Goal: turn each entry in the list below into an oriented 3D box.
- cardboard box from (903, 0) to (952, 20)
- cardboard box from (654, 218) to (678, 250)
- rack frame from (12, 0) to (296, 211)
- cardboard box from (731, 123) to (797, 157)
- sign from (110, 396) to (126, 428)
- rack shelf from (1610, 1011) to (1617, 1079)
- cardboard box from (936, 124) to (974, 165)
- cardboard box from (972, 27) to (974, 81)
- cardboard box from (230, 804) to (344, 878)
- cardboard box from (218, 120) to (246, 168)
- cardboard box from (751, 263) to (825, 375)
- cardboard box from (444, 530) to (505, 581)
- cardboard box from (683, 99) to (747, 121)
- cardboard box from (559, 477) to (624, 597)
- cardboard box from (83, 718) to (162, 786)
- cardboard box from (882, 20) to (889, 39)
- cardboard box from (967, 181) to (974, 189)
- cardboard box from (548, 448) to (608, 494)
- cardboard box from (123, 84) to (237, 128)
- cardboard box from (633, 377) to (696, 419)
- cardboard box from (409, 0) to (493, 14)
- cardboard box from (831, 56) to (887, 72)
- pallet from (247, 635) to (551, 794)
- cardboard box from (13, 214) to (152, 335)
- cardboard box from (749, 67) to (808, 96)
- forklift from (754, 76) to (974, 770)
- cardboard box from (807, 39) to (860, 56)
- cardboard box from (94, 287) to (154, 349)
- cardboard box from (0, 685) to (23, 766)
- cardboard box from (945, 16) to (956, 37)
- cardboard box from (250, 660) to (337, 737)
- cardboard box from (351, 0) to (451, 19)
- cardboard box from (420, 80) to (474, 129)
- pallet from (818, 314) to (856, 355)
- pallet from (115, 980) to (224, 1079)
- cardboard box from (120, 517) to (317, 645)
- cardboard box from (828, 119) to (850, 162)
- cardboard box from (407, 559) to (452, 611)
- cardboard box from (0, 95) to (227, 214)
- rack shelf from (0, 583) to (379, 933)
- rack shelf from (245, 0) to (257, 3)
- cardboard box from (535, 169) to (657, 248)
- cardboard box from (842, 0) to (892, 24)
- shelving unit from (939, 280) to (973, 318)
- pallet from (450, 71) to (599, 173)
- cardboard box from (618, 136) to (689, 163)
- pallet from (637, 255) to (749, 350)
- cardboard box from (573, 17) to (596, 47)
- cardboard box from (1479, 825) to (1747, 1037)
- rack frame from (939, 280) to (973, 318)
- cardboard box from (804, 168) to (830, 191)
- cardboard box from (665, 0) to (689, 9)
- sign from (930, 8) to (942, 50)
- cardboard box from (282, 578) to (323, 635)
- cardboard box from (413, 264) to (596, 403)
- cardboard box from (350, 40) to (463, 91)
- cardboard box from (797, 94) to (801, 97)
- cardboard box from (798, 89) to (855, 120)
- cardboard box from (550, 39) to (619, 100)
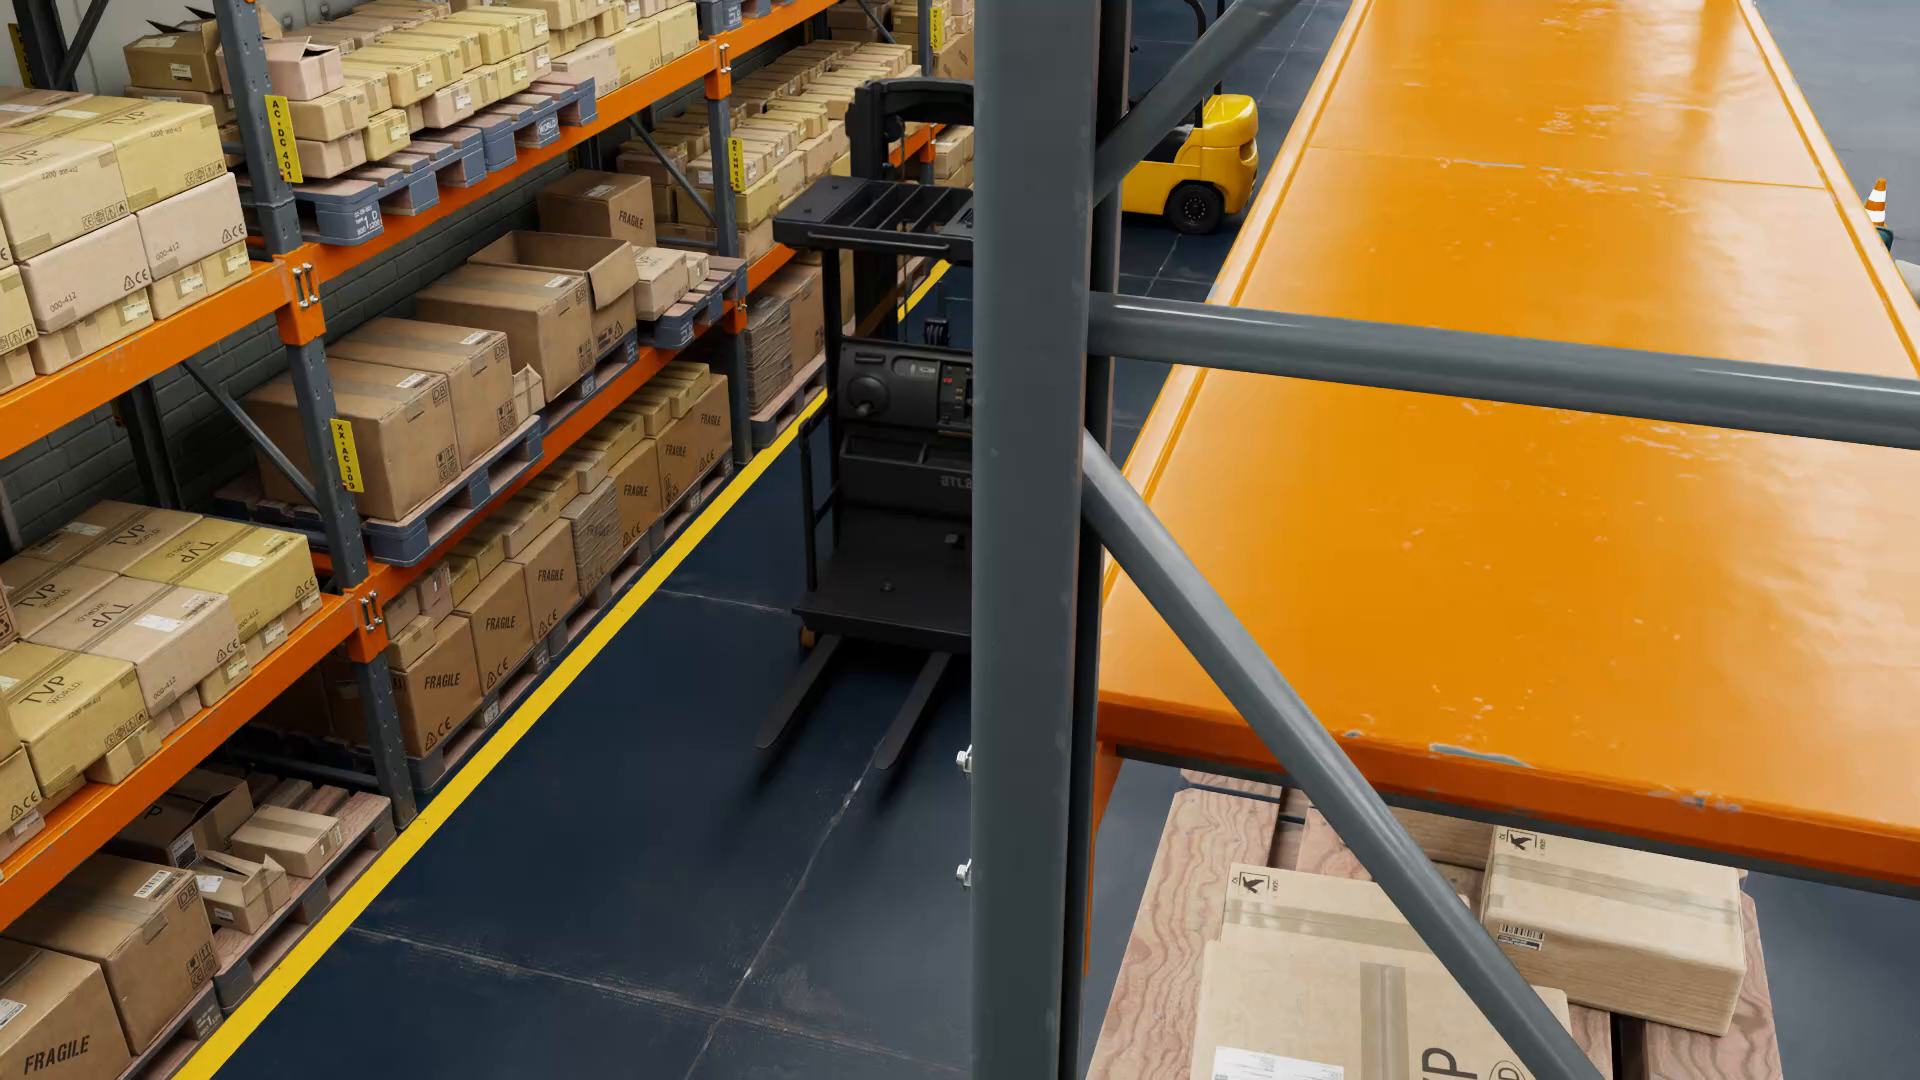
[{"bbox_3d":[-0.286,-4.579,14.319,0.380,0.149,0.250,8,30,14],"label":"cardboard box"},{"bbox_3d":[-2.006,-2.083,11.063,0.500,0.250,0.500,8,30,14],"label":"cardboard box"},{"bbox_3d":[-3.068,-2.666,5.785,1.000,3.000,0.127,8,30,15],"label":"rack frame"},{"bbox_3d":[-1.326,-2.707,11.260,0.380,0.149,0.250,9,30,15],"label":"cardboard box"},{"bbox_3d":[-3.599,-0.628,7.101,0.100,0.325,0.005,8,30,15],"label":"sign"},{"bbox_3d":[1.091,0.596,3.748,1.077,0.370,4.000,8,30,15],"label":"rack shelf"},{"bbox_3d":[-0.118,-3.597,14.998,0.500,0.250,0.500,9,30,15],"label":"cardboard box"},{"bbox_3d":[-0.055,-4.454,15.069,0.500,0.500,0.500,8,30,14],"label":"cardboard box"},{"bbox_3d":[-2.950,1.319,7.294,0.380,0.149,0.250,8,30,13],"label":"cardboard box"},{"bbox_3d":[-3.045,-1.623,6.720,0.380,0.149,0.250,8,30,15],"label":"cardboard box"},{"bbox_3d":[-1.513,-1.641,12.126,0.875,0.625,0.625,9,30,17],"label":"cardboard box"},{"bbox_3d":[-2.569,0.063,8.524,0.380,0.149,0.250,8,30,14],"label":"cardboard box"},{"bbox_3d":[-1.737,-3.022,11.826,0.380,0.149,0.250,8,30,14],"label":"cardboard box"},{"bbox_3d":[-2.255,-0.048,9.390,0.500,0.500,0.500,7,30,13],"label":"cardboard box"},{"bbox_3d":[-3.180,0.739,6.094,0.380,0.149,0.250,8,30,14],"label":"cardboard box"},{"bbox_3d":[-0.831,-4.396,14.297,0.380,0.149,0.250,8,30,13],"label":"cardboard box"},{"bbox_3d":[-0.127,-3.159,15.240,0.500,0.250,0.500,8,30,14],"label":"cardboard box"},{"bbox_3d":[-2.212,-0.400,9.355,0.380,0.149,0.250,7,30,12],"label":"cardboard box"},{"bbox_3d":[-3.091,-1.758,6.657,0.380,0.149,0.250,8,30,14],"label":"cardboard box"},{"bbox_3d":[-1.847,-0.881,10.219,0.380,0.149,0.250,7,30,12],"label":"cardboard box"},{"bbox_3d":[-2.580,-2.723,8.413,0.380,0.149,0.250,8,30,15],"label":"cardboard box"},{"bbox_3d":[-0.788,-3.670,12.991,0.380,0.149,0.250,8,30,15],"label":"cardboard box"},{"bbox_3d":[-2.865,0.791,8.611,1.003,0.211,1.213,8,30,15],"label":"pallet"},{"bbox_3d":[-3.112,-0.916,5.574,0.500,0.250,0.500,7,30,13],"label":"cardboard box"},{"bbox_3d":[-1.383,-3.489,12.667,0.380,0.149,0.250,8,30,15],"label":"cardboard box"},{"bbox_3d":[-0.253,-0.754,8.591,1.130,2.935,3.031,8,30,14],"label":"forklift"},{"bbox_3d":[-1.028,-3.956,13.506,0.380,0.149,0.250,8,30,14],"label":"cardboard box"},{"bbox_3d":[-3.053,-0.799,5.773,0.380,0.149,0.250,10,30,17],"label":"cardboard box"},{"bbox_3d":[-3.411,0.553,5.247,0.500,0.500,0.500,9,30,16],"label":"cardboard box"},{"bbox_3d":[-0.250,-4.445,14.385,0.380,0.149,0.250,8,30,15],"label":"cardboard box"},{"bbox_3d":[-3.206,0.594,8.235,0.500,0.500,0.500,8,30,15],"label":"cardboard box"},{"bbox_3d":[-2.664,-2.478,7.951,0.380,0.149,0.250,9,30,16],"label":"cardboard box"},{"bbox_3d":[-2.354,-1.907,7.230,0.380,0.149,0.250,9,30,16],"label":"cardboard box"},{"bbox_3d":[-1.255,-1.626,12.957,1.003,0.211,1.213,8,30,15],"label":"pallet"},{"bbox_3d":[-3.626,2.063,6.326,1.003,0.211,1.213,8,30,15],"label":"pallet"},{"bbox_3d":[-2.984,0.163,6.720,0.500,0.250,0.500,9,30,16],"label":"cardboard box"},{"bbox_3d":[-1.085,-2.941,12.092,0.500,0.250,0.500,9,30,16],"label":"cardboard box"},{"bbox_3d":[-2.678,0.195,7.980,0.380,0.149,0.250,7,30,12],"label":"cardboard box"},{"bbox_3d":[-2.986,-1.369,5.874,0.500,0.250,0.500,9,30,15],"label":"cardboard box"},{"bbox_3d":[-3.655,1.200,5.748,1.077,0.370,4.000,8,30,15],"label":"rack shelf"},{"bbox_3d":[-2.481,-3.106,7.728,1.077,0.370,4.000,8,30,15],"label":"rack shelf"},{"bbox_3d":[-2.194,-1.913,10.069,0.500,0.500,0.500,10,31,17],"label":"cardboard box"},{"bbox_3d":[-0.801,-4.521,14.216,0.380,0.149,0.250,8,30,14],"label":"cardboard box"},{"bbox_3d":[0.254,-1.099,10.682,0.587,1.500,1.083,8,30,14],"label":"shelving unit"},{"bbox_3d":[-2.508,-2.048,7.954,1.213,0.211,1.003,8,30,15],"label":"pallet"},{"bbox_3d":[-2.022,-2.548,10.974,0.380,0.149,0.250,9,30,16],"label":"cardboard box"},{"bbox_3d":[-2.025,-1.494,10.048,1.213,0.211,1.003,8,30,15],"label":"pallet"},{"bbox_3d":[-2.116,-2.657,8.599,0.380,0.149,0.250,9,30,15],"label":"cardboard box"},{"bbox_3d":[1.044,0.620,2.687,0.380,0.149,0.250,10,30,17],"label":"cardboard box"},{"bbox_3d":[0.116,-0.865,10.263,0.500,1.500,0.032,8,30,14],"label":"rack frame"},{"bbox_3d":[-1.233,-2.482,11.781,0.500,0.250,0.500,8,30,13],"label":"cardboard box"},{"bbox_3d":[-1.768,-3.123,9.437,0.380,0.149,0.250,9,30,16],"label":"cardboard box"},{"bbox_3d":[-0.198,-4.160,13.533,0.100,0.325,0.005,8,30,15],"label":"sign"},{"bbox_3d":[-2.920,0.250,6.973,0.380,0.149,0.250,9,30,16],"label":"cardboard box"},{"bbox_3d":[-2.330,-1.069,8.552,0.700,0.500,0.500,8,30,15],"label":"cardboard box"},{"bbox_3d":[-2.385,-2.048,7.178,0.380,0.149,0.250,8,30,14],"label":"cardboard box"},{"bbox_3d":[-1.432,-3.246,12.640,0.500,0.250,0.500,8,30,14],"label":"cardboard box"},{"bbox_3d":[-0.958,-3.166,12.086,0.380,0.149,0.250,8,30,14],"label":"cardboard box"},{"bbox_3d":[-2.106,-2.409,8.563,0.500,0.250,0.500,9,30,15],"label":"cardboard box"}]
